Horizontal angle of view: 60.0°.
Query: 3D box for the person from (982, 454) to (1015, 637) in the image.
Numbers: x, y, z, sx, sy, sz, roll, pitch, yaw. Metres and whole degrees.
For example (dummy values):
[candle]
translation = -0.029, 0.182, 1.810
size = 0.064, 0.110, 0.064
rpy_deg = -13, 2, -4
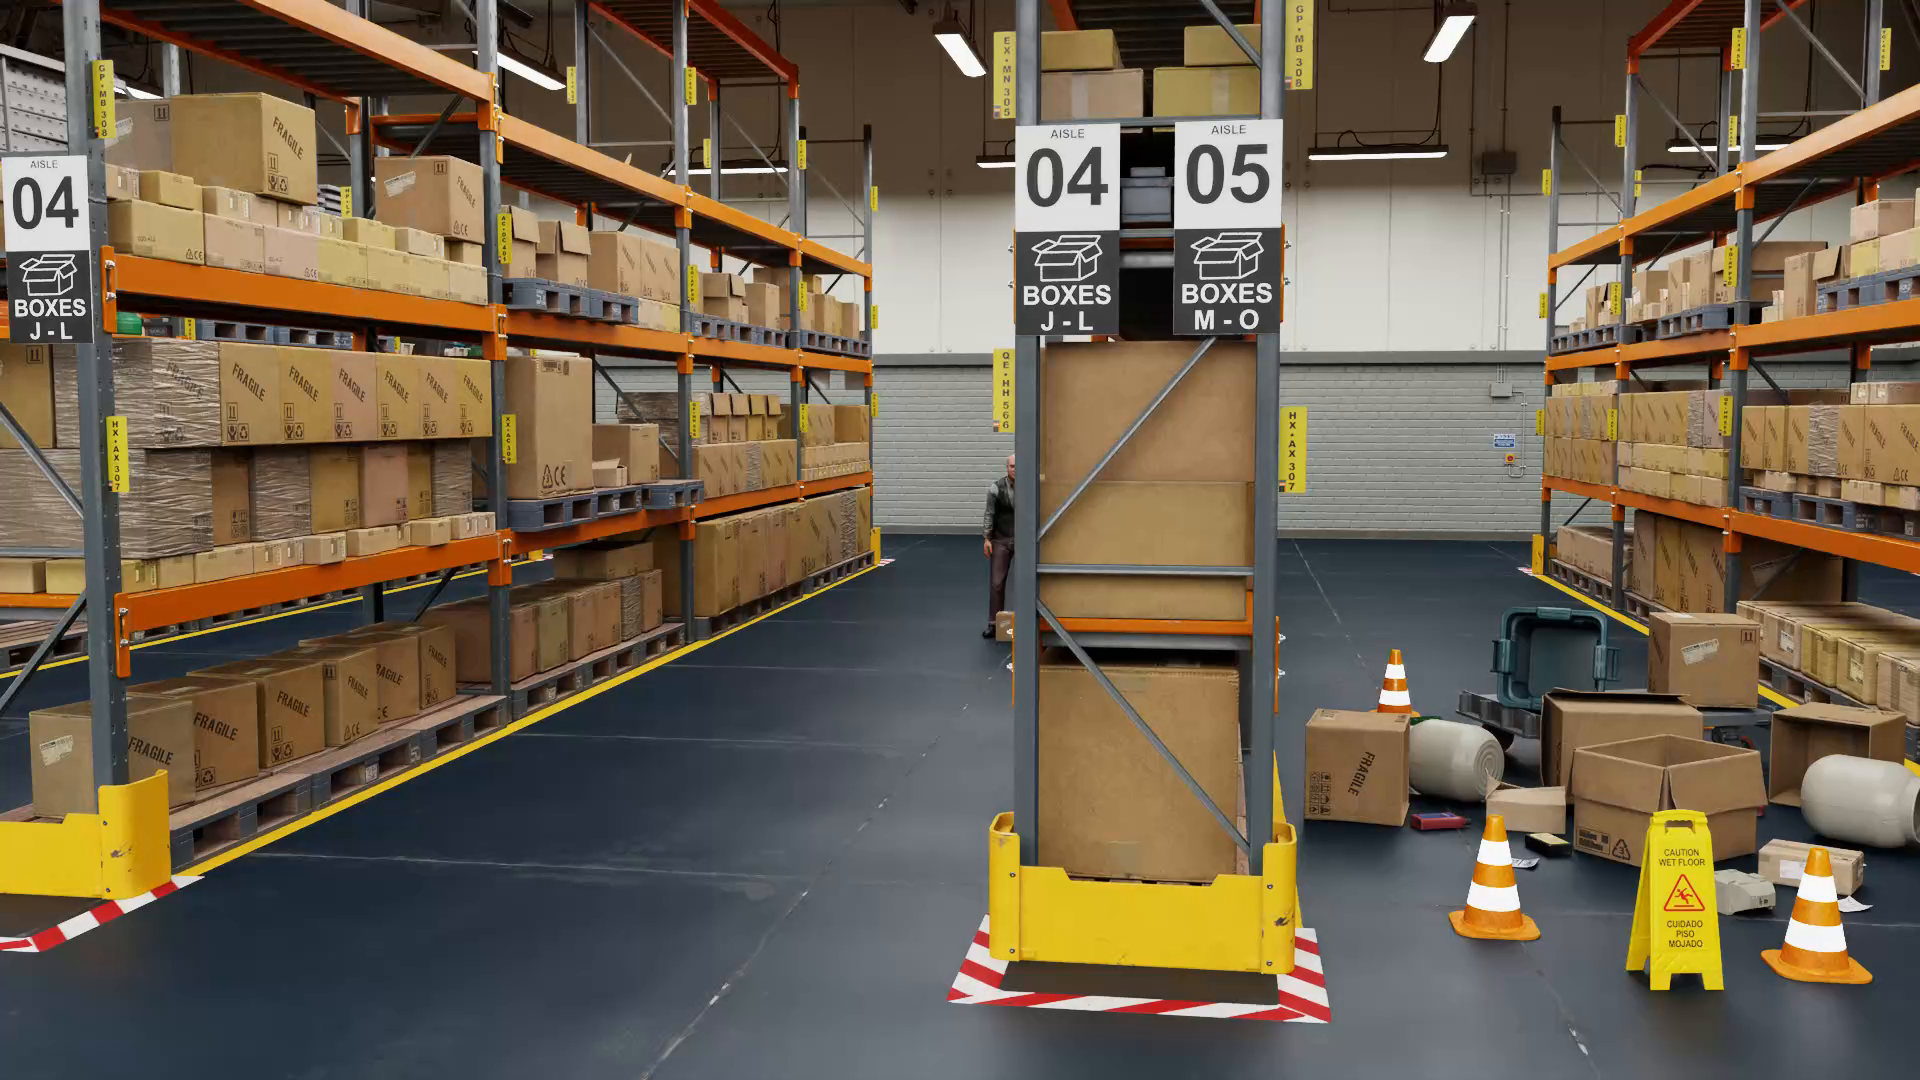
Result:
[person]
translation = 0.509, 0.050, 15.639
size = 0.592, 1.722, 0.466
rpy_deg = 0, 4, 6
